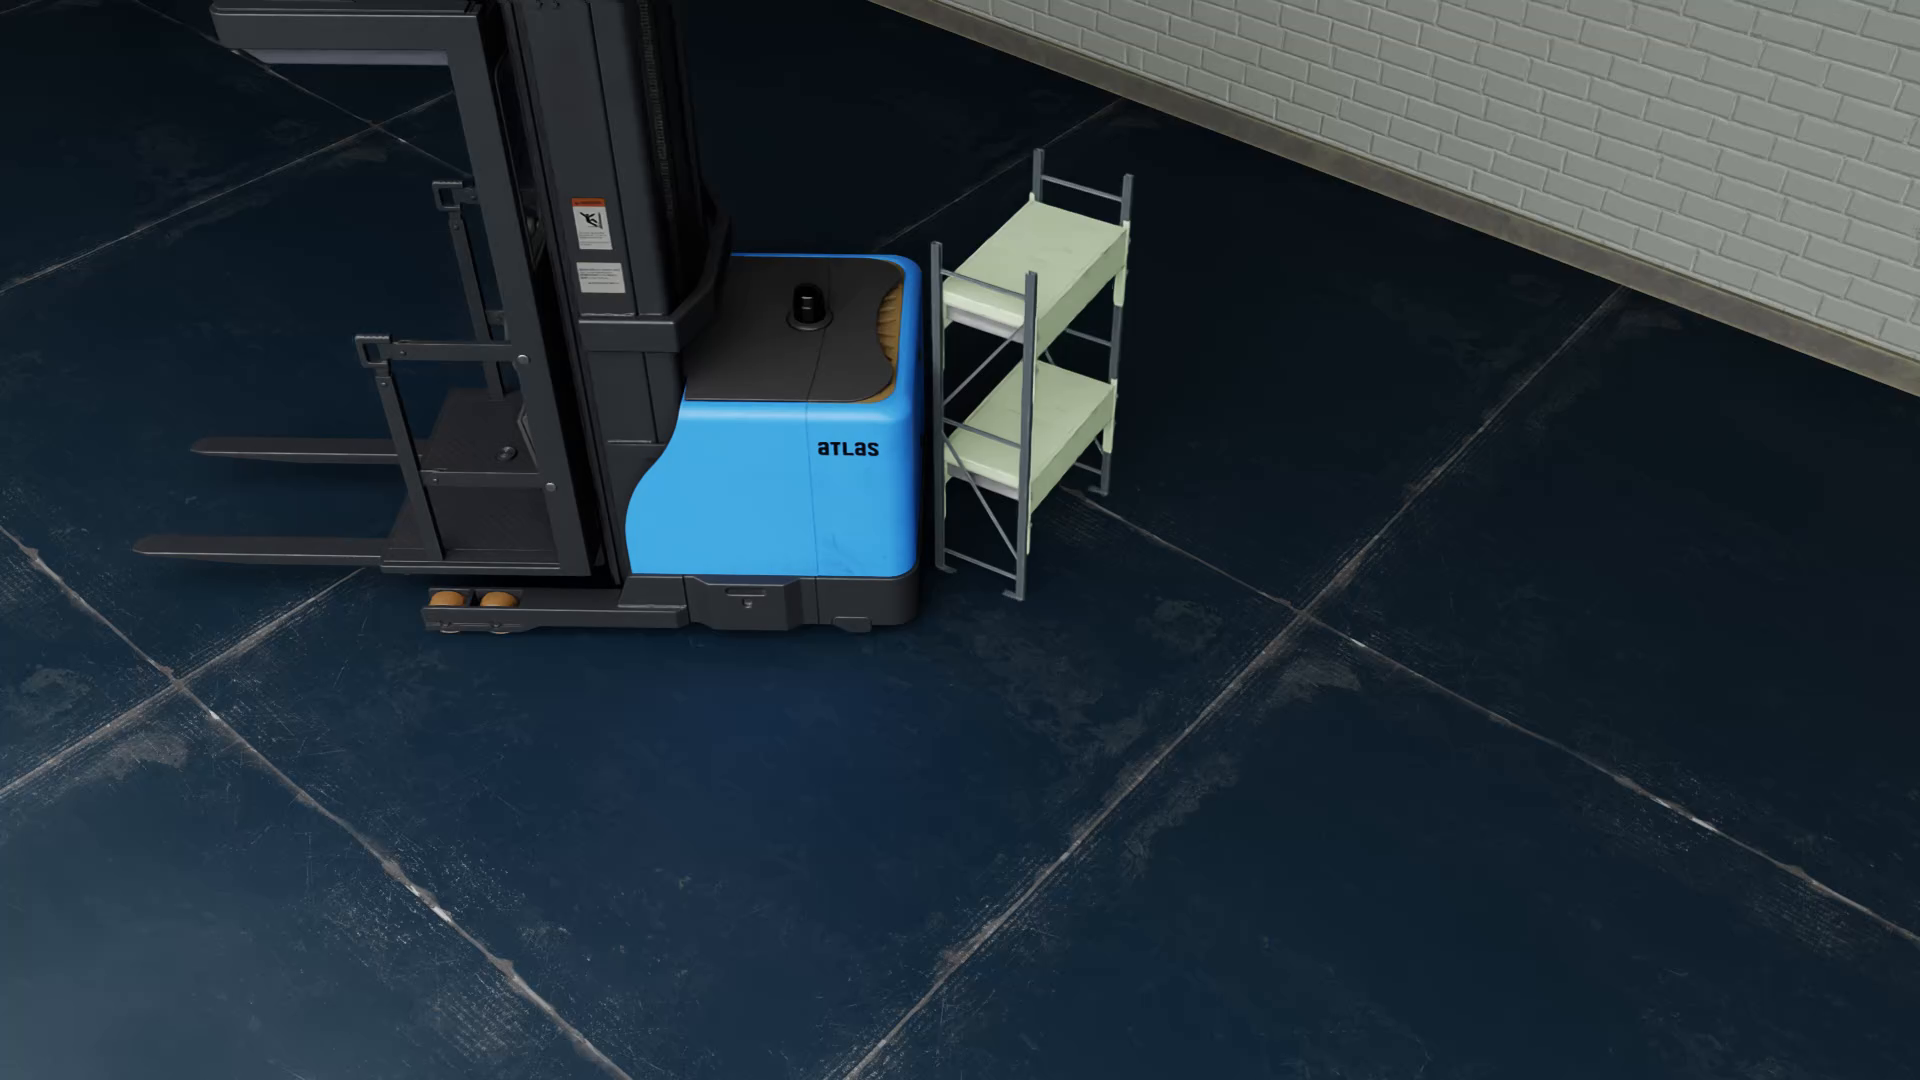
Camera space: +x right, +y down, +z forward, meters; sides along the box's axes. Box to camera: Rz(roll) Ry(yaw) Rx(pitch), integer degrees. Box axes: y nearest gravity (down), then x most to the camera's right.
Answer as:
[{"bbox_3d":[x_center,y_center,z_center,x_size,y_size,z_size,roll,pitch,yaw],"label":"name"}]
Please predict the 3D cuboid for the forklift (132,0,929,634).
[{"bbox_3d":[-1.656,-1.081,5.761,3.031,2.935,1.130,1,42,1],"label":"forklift"}]

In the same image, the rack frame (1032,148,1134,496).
[{"bbox_3d":[0.447,-0.812,6.529,0.400,1.500,0.023,21,46,22],"label":"rack frame"}]

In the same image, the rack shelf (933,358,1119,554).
[{"bbox_3d":[0.263,-0.358,6.514,0.431,0.370,0.720,21,46,22],"label":"rack shelf"}]

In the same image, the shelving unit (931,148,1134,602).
[{"bbox_3d":[0.263,-0.600,6.295,0.431,1.500,0.755,21,46,22],"label":"shelving unit"}]

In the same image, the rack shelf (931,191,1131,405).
[{"bbox_3d":[0.263,-0.888,6.032,0.431,0.370,0.720,21,46,22],"label":"rack shelf"}]

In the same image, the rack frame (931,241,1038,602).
[{"bbox_3d":[0.078,-0.387,6.061,0.400,1.500,0.023,21,46,22],"label":"rack frame"}]
